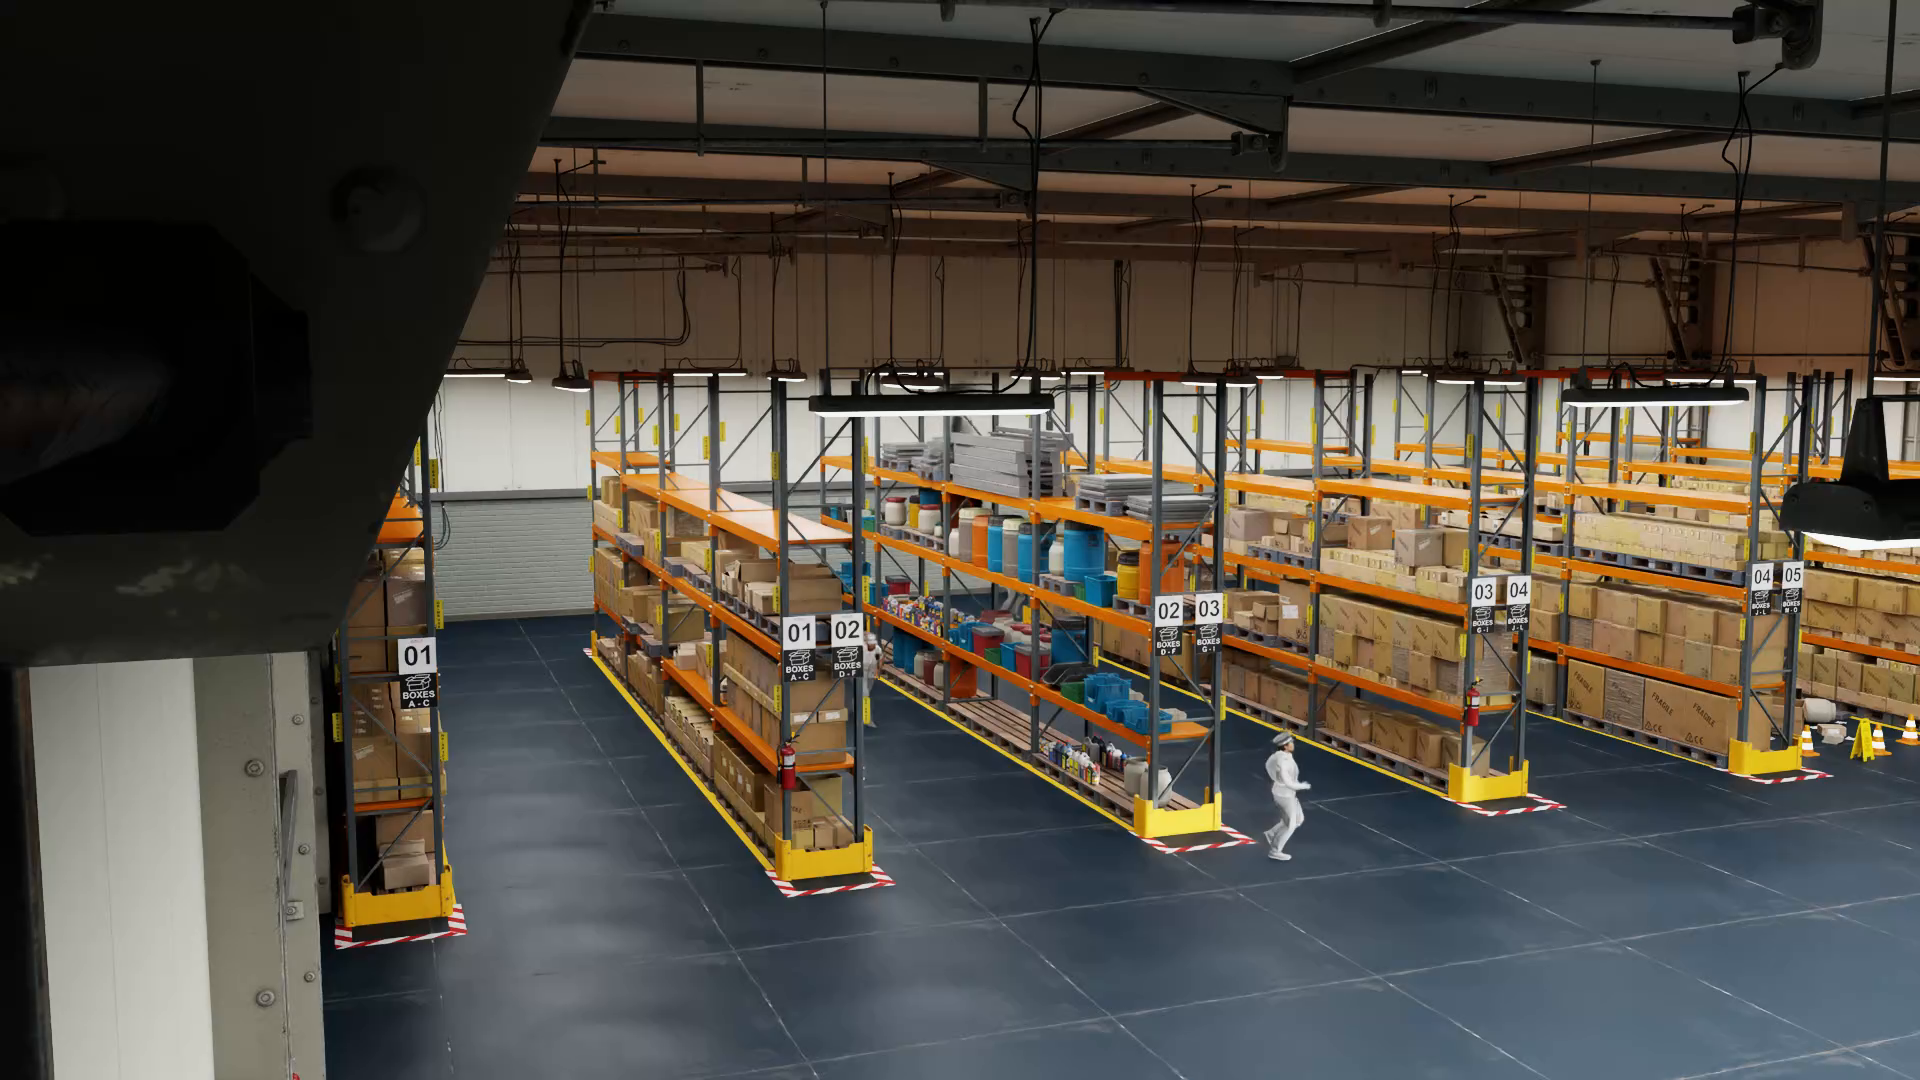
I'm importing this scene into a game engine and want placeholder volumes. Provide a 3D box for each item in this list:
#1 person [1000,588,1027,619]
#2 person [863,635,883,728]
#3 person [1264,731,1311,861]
[{"bbox_3d":[1.267,1.039,39.790,0.697,1.769,0.710,0,6,4],"label":"person"},{"bbox_3d":[-1.662,2.382,28.611,0.628,1.627,1.032,-2,7,-21],"label":"person"},{"bbox_3d":[4.098,3.193,20.780,0.555,1.658,0.590,1,6,6],"label":"person"}]
